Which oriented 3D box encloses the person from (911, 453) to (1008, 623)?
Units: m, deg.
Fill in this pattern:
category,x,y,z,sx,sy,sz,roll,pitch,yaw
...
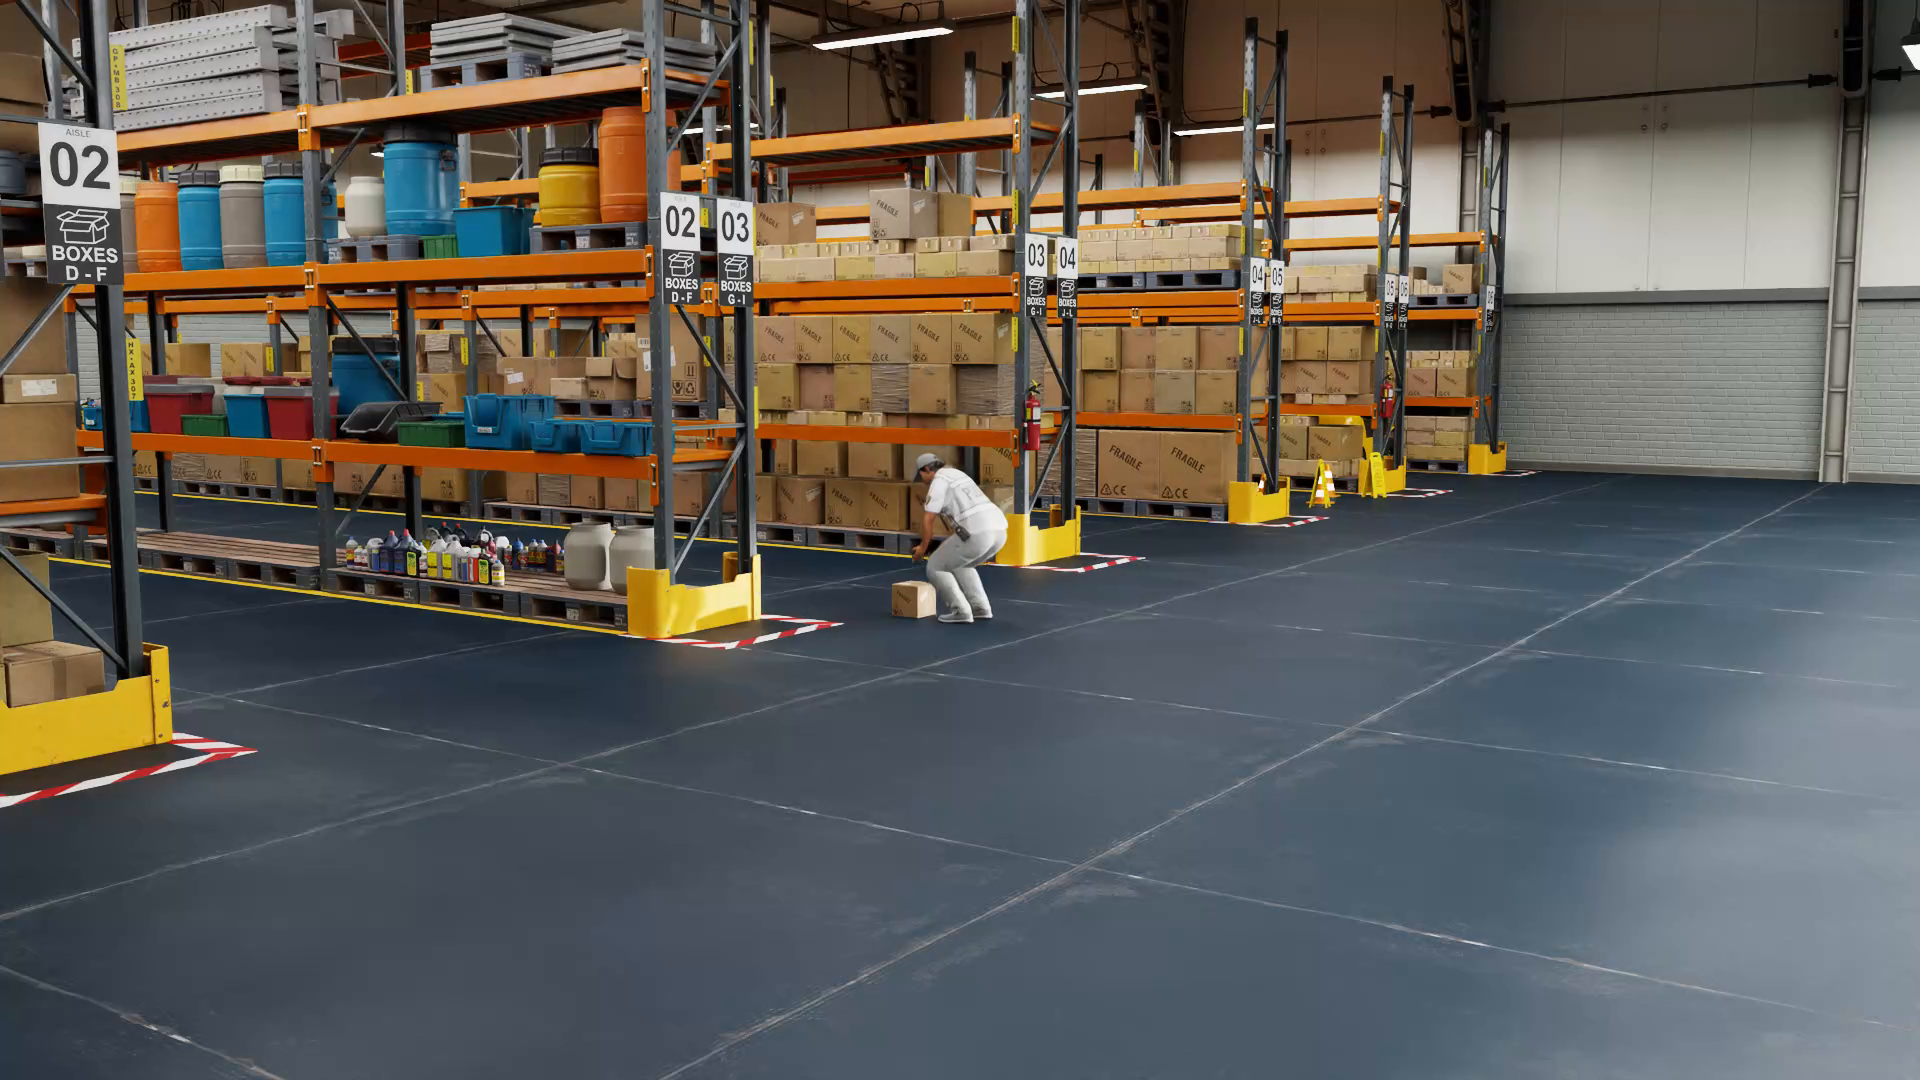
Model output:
category,x,y,z,sx,sy,sz,roll,pitch,yaw
person,-0.031,-0.015,12.832,0.774,1.294,0.539,4,8,34
